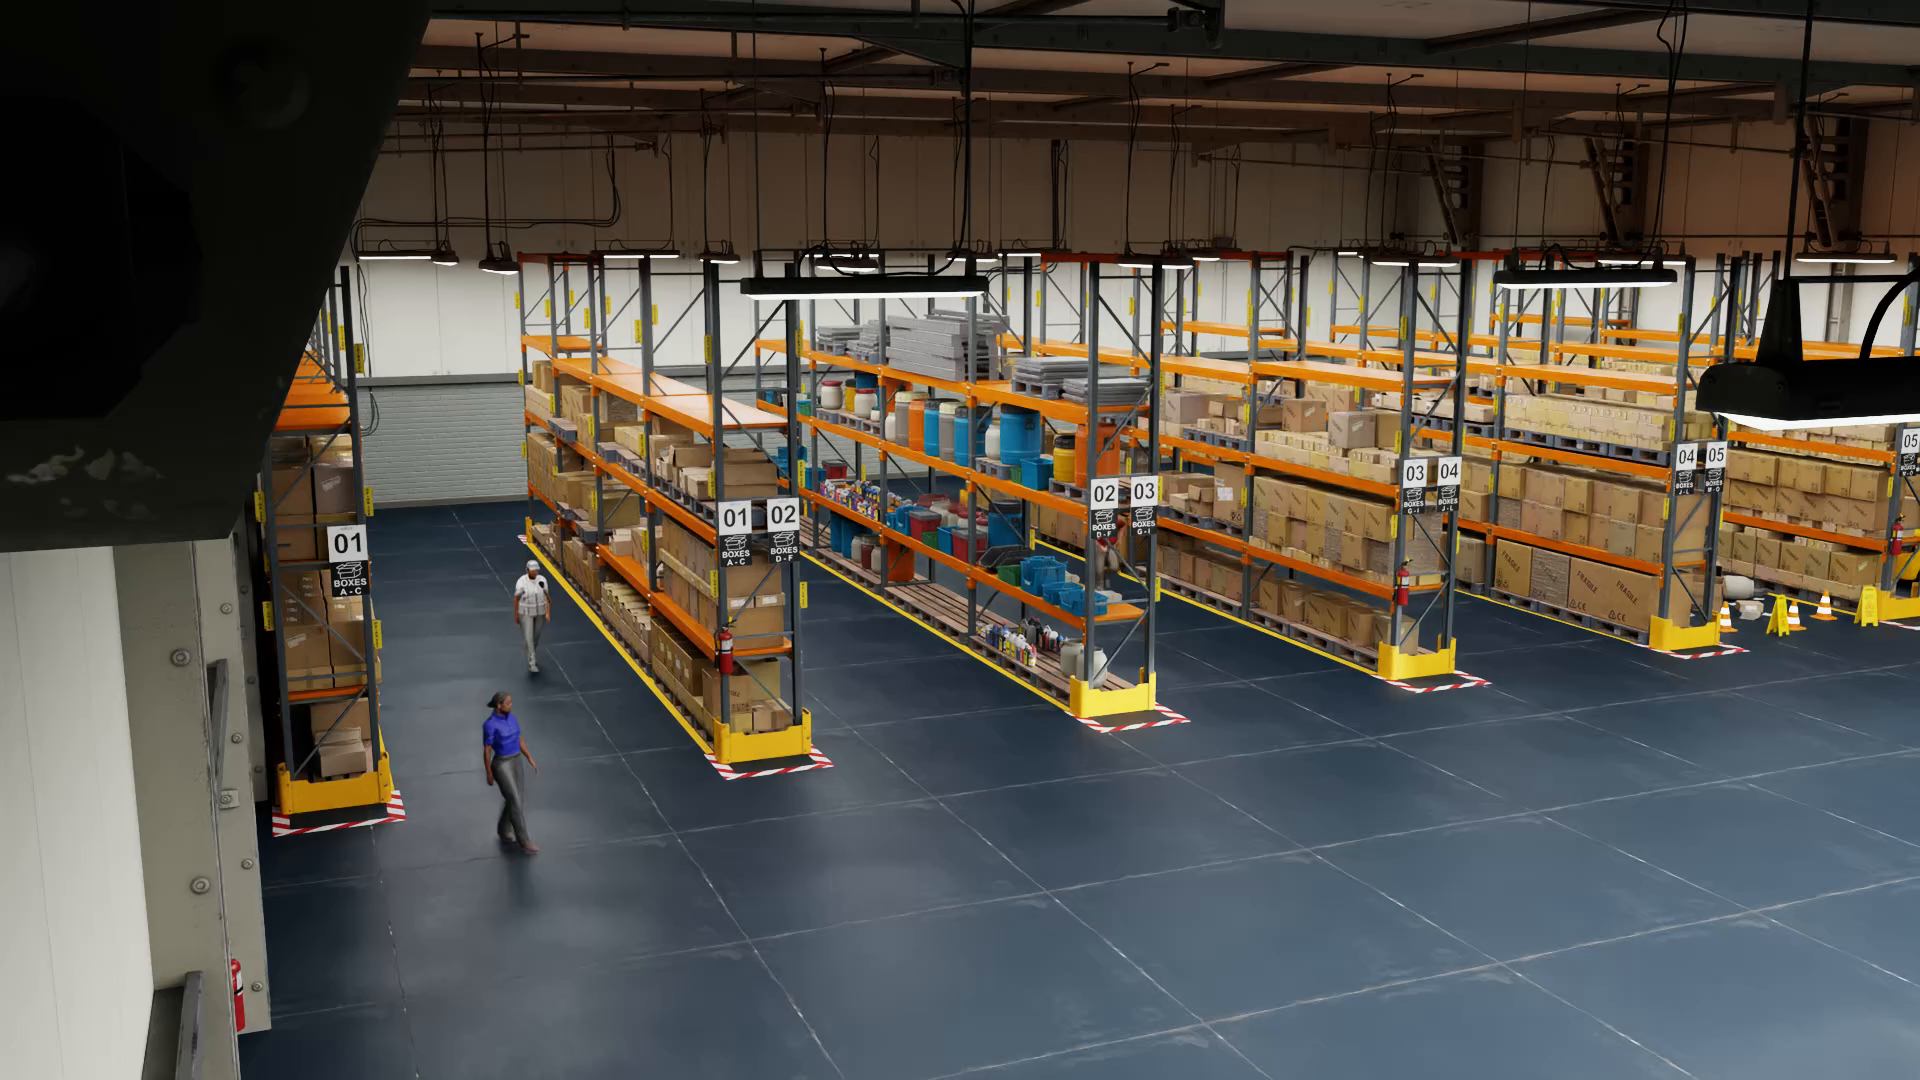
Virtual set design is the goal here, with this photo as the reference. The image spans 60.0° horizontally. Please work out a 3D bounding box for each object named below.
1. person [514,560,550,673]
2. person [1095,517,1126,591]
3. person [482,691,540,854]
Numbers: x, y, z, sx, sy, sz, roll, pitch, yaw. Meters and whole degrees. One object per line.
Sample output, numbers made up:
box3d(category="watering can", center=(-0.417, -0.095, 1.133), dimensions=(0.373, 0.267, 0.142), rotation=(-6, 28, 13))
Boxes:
box3d(category="person", center=(-6.269, 1.094, 24.455), dimensions=(0.537, 1.612, 0.964), rotation=(-8, 13, -38))
box3d(category="person", center=(2.618, 0.148, 29.717), dimensions=(0.714, 1.633, 0.710), rotation=(-2, 11, -13))
box3d(category="person", center=(-4.633, 2.408, 17.432), dimensions=(0.705, 1.653, 0.472), rotation=(4, 11, 23))
